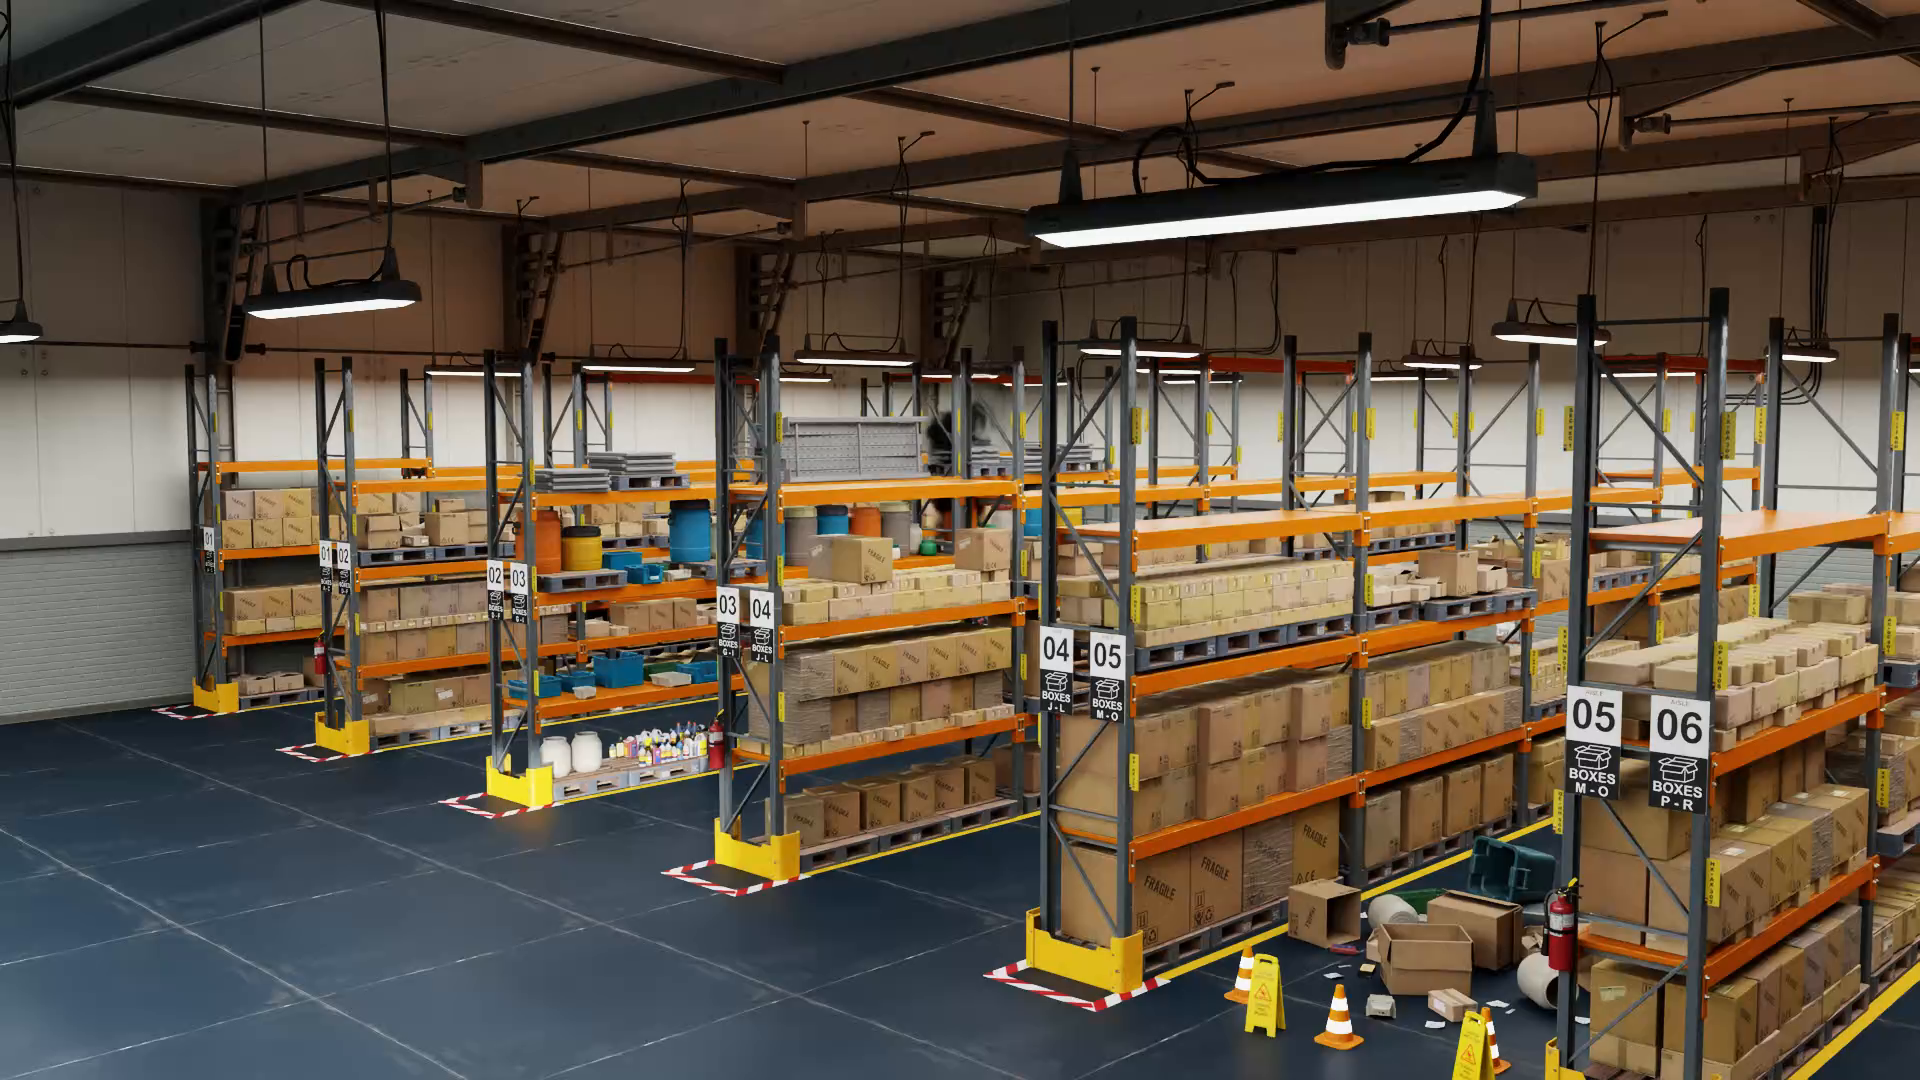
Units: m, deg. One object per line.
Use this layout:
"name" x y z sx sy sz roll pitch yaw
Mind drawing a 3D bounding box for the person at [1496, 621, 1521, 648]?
"person" 10.063 2.027 30.530 0.743 1.663 0.787 -3 5 -32
